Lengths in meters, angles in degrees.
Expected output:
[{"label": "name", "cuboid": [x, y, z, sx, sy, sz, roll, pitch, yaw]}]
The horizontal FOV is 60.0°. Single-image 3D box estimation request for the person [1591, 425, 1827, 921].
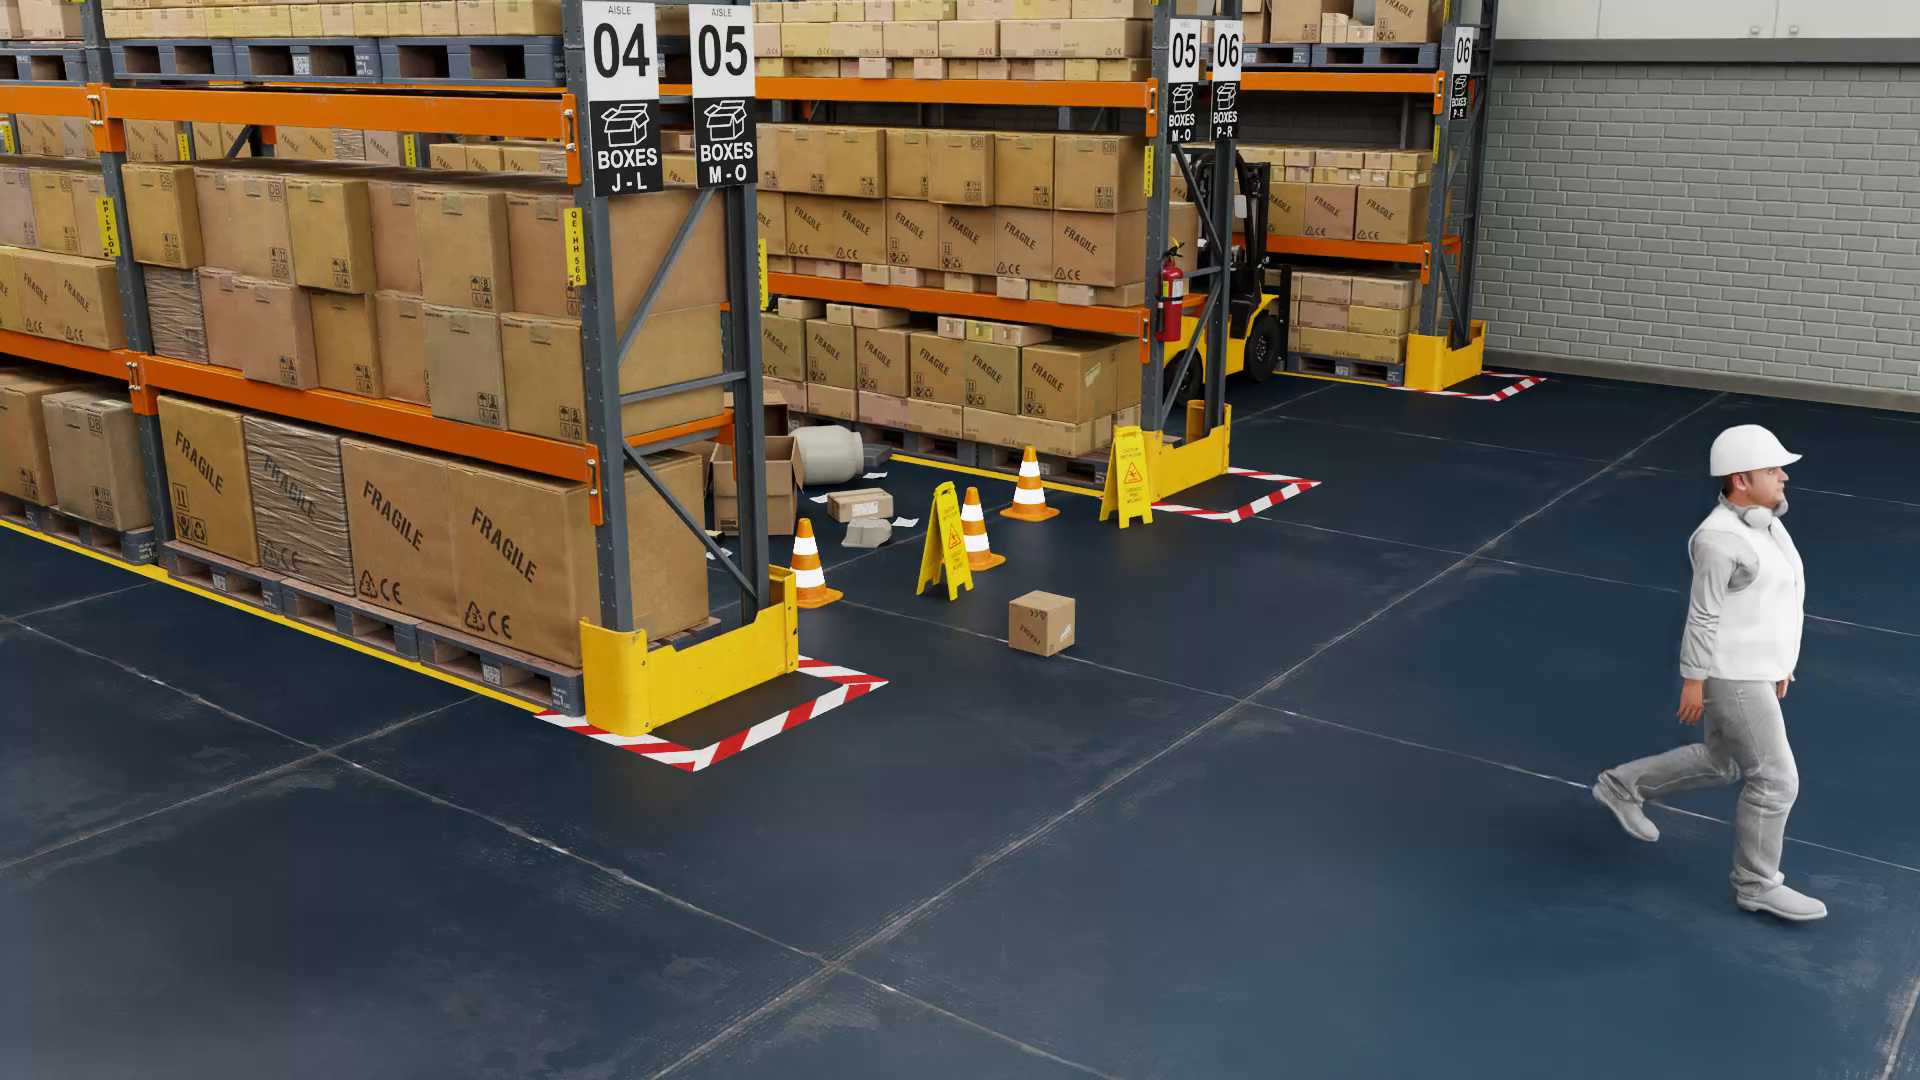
[{"label": "person", "cuboid": [2.778, 0.439, 5.994, 0.891, 1.743, 0.538, 12, 20, 36]}]
